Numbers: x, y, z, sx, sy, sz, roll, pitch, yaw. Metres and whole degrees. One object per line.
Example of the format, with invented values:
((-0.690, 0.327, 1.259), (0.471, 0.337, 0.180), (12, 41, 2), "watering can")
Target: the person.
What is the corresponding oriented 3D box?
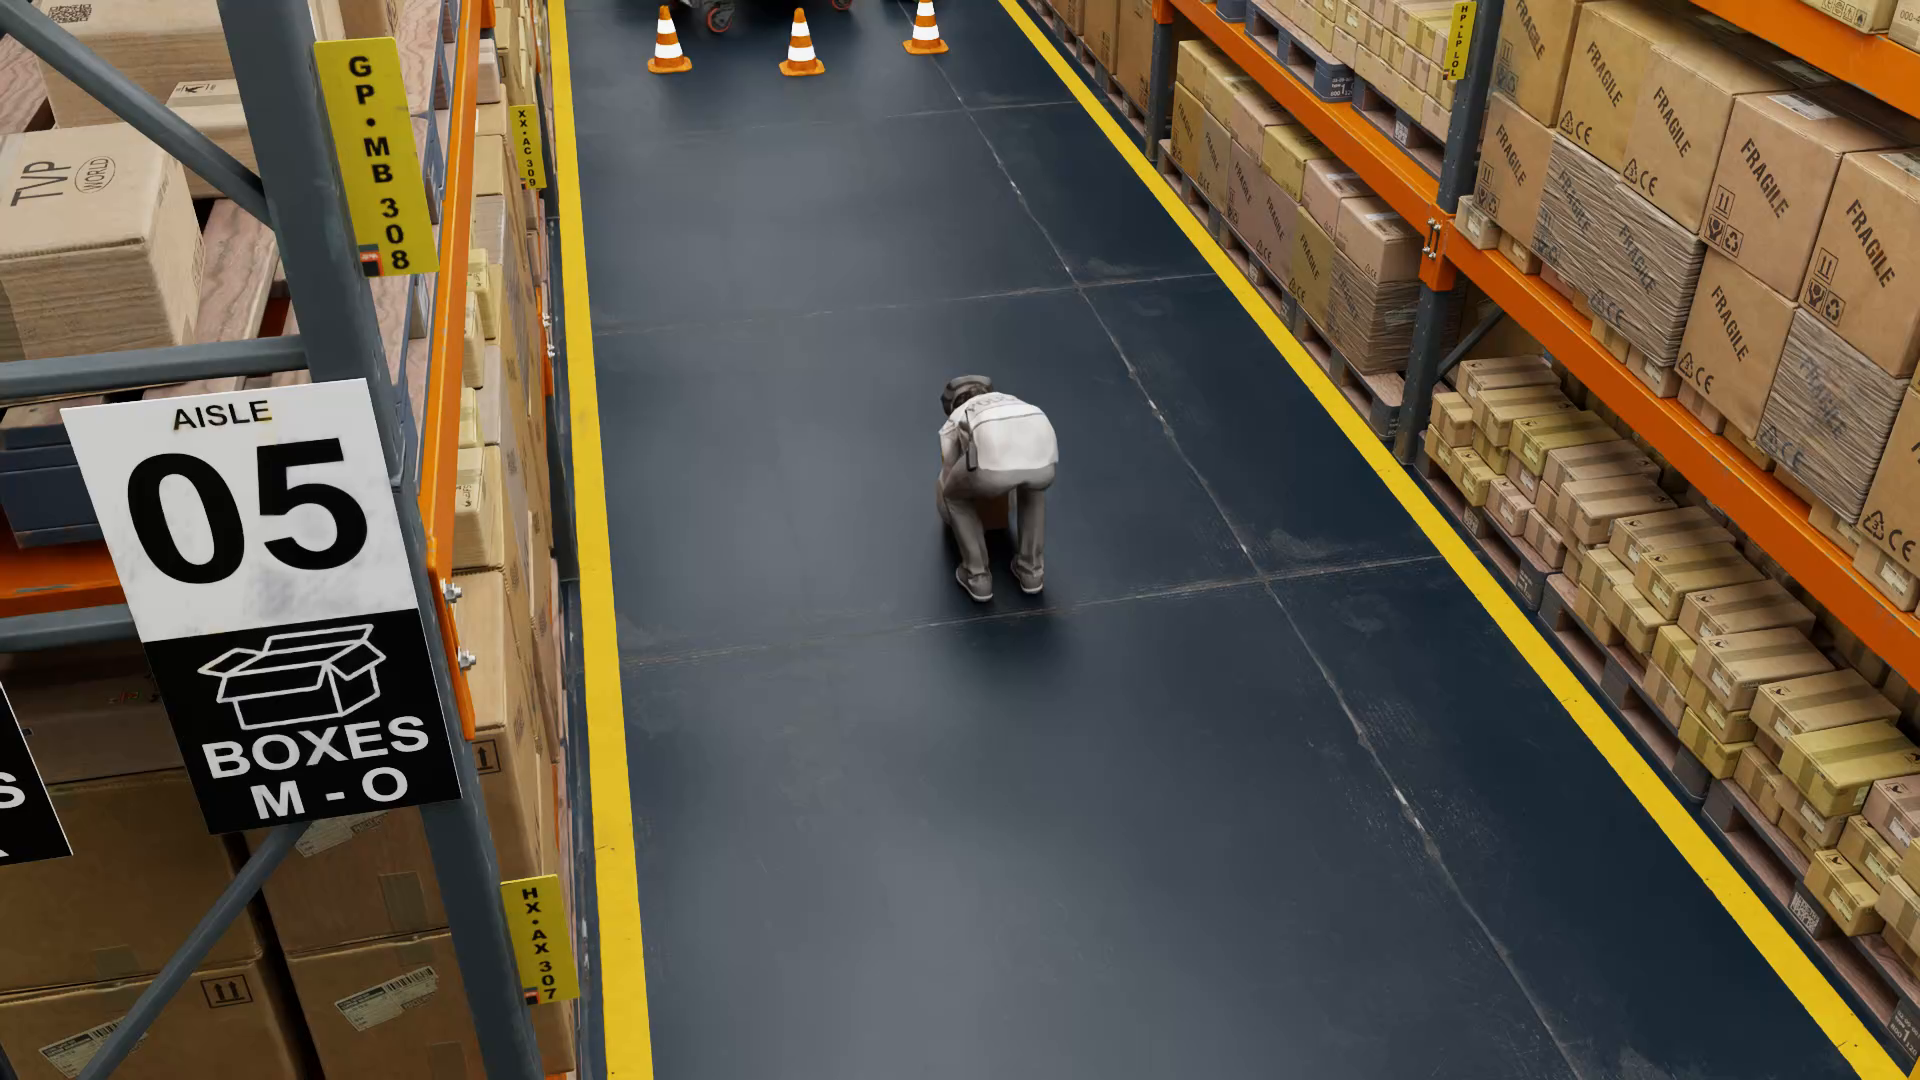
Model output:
((0.138, -0.269, 7.205), (0.458, 0.903, 0.882), (-9, 36, -13), "person")
